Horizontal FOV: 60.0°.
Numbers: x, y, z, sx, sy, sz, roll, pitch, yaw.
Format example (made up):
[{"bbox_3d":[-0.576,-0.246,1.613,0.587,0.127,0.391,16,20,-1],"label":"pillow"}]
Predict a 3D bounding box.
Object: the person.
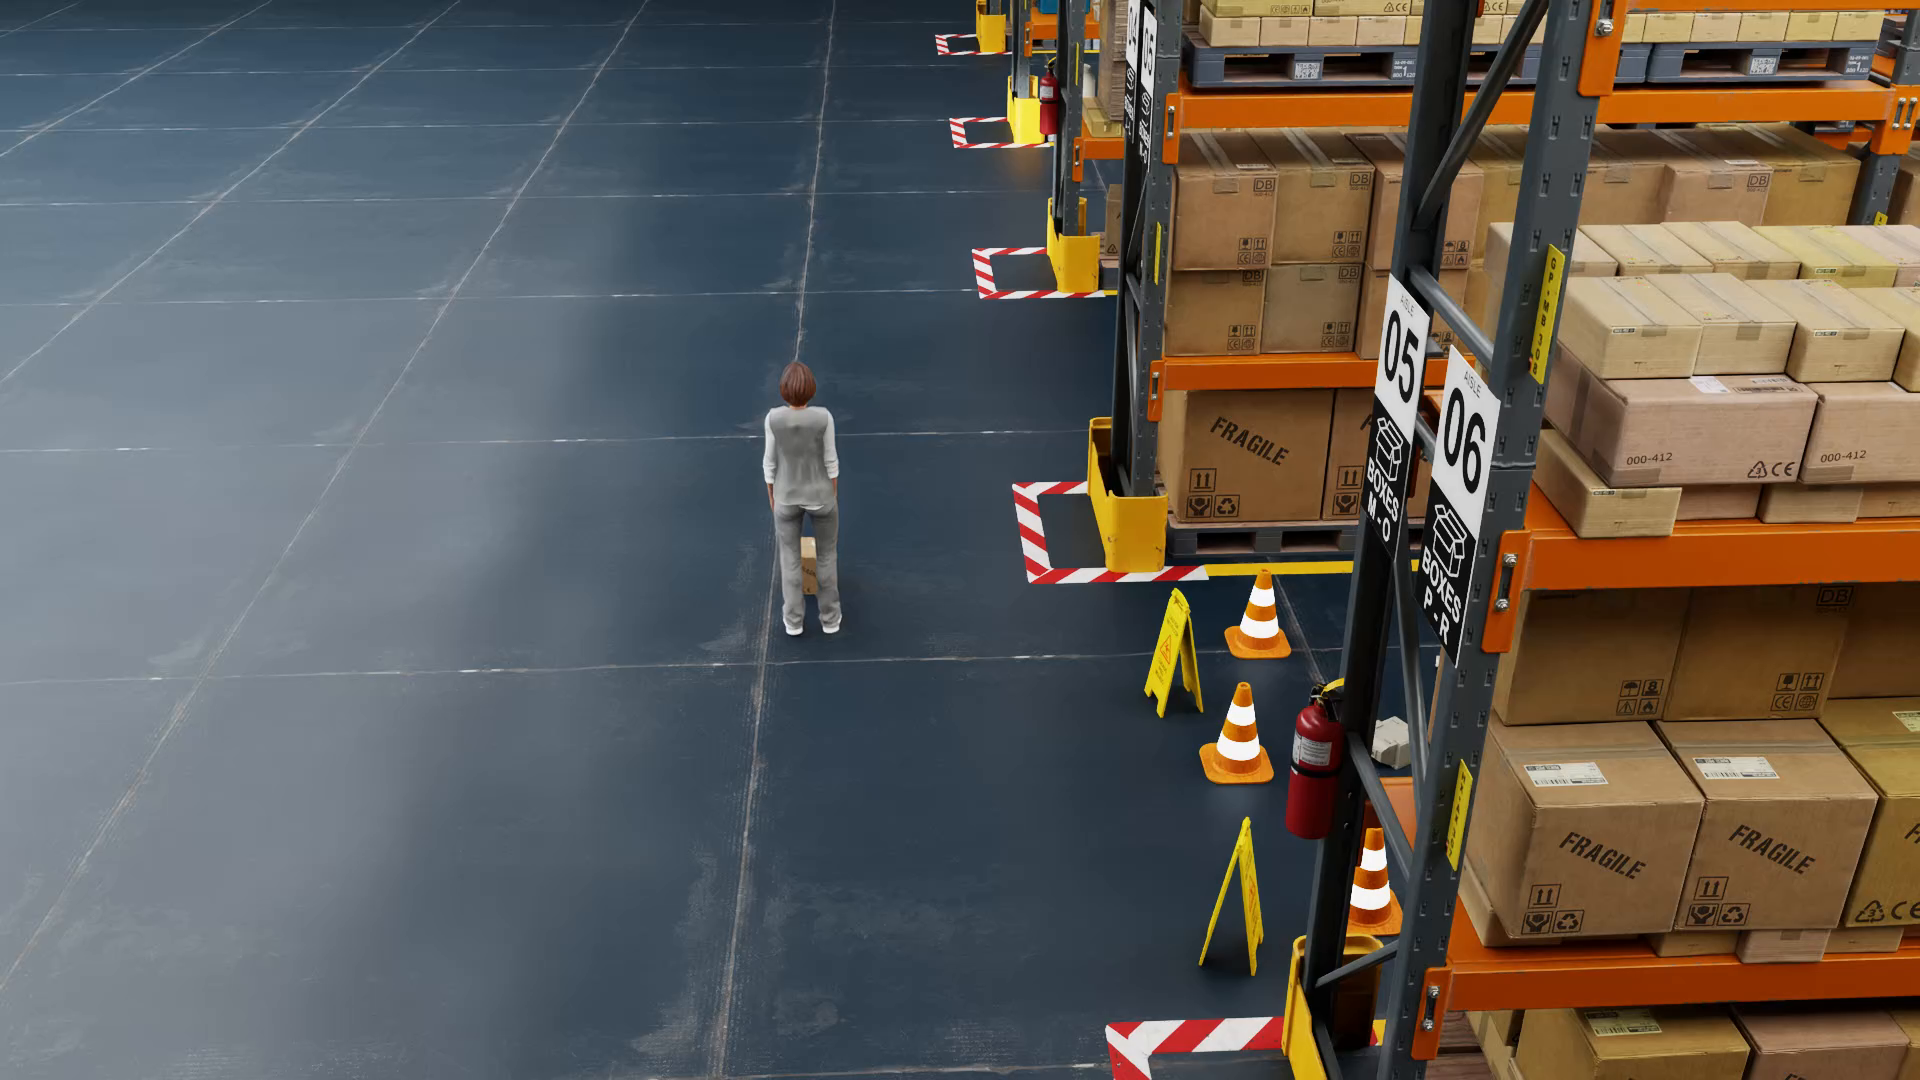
[{"bbox_3d":[-0.858,-0.219,9.049,0.406,1.596,0.310,-1,28,-1],"label":"person"}]
